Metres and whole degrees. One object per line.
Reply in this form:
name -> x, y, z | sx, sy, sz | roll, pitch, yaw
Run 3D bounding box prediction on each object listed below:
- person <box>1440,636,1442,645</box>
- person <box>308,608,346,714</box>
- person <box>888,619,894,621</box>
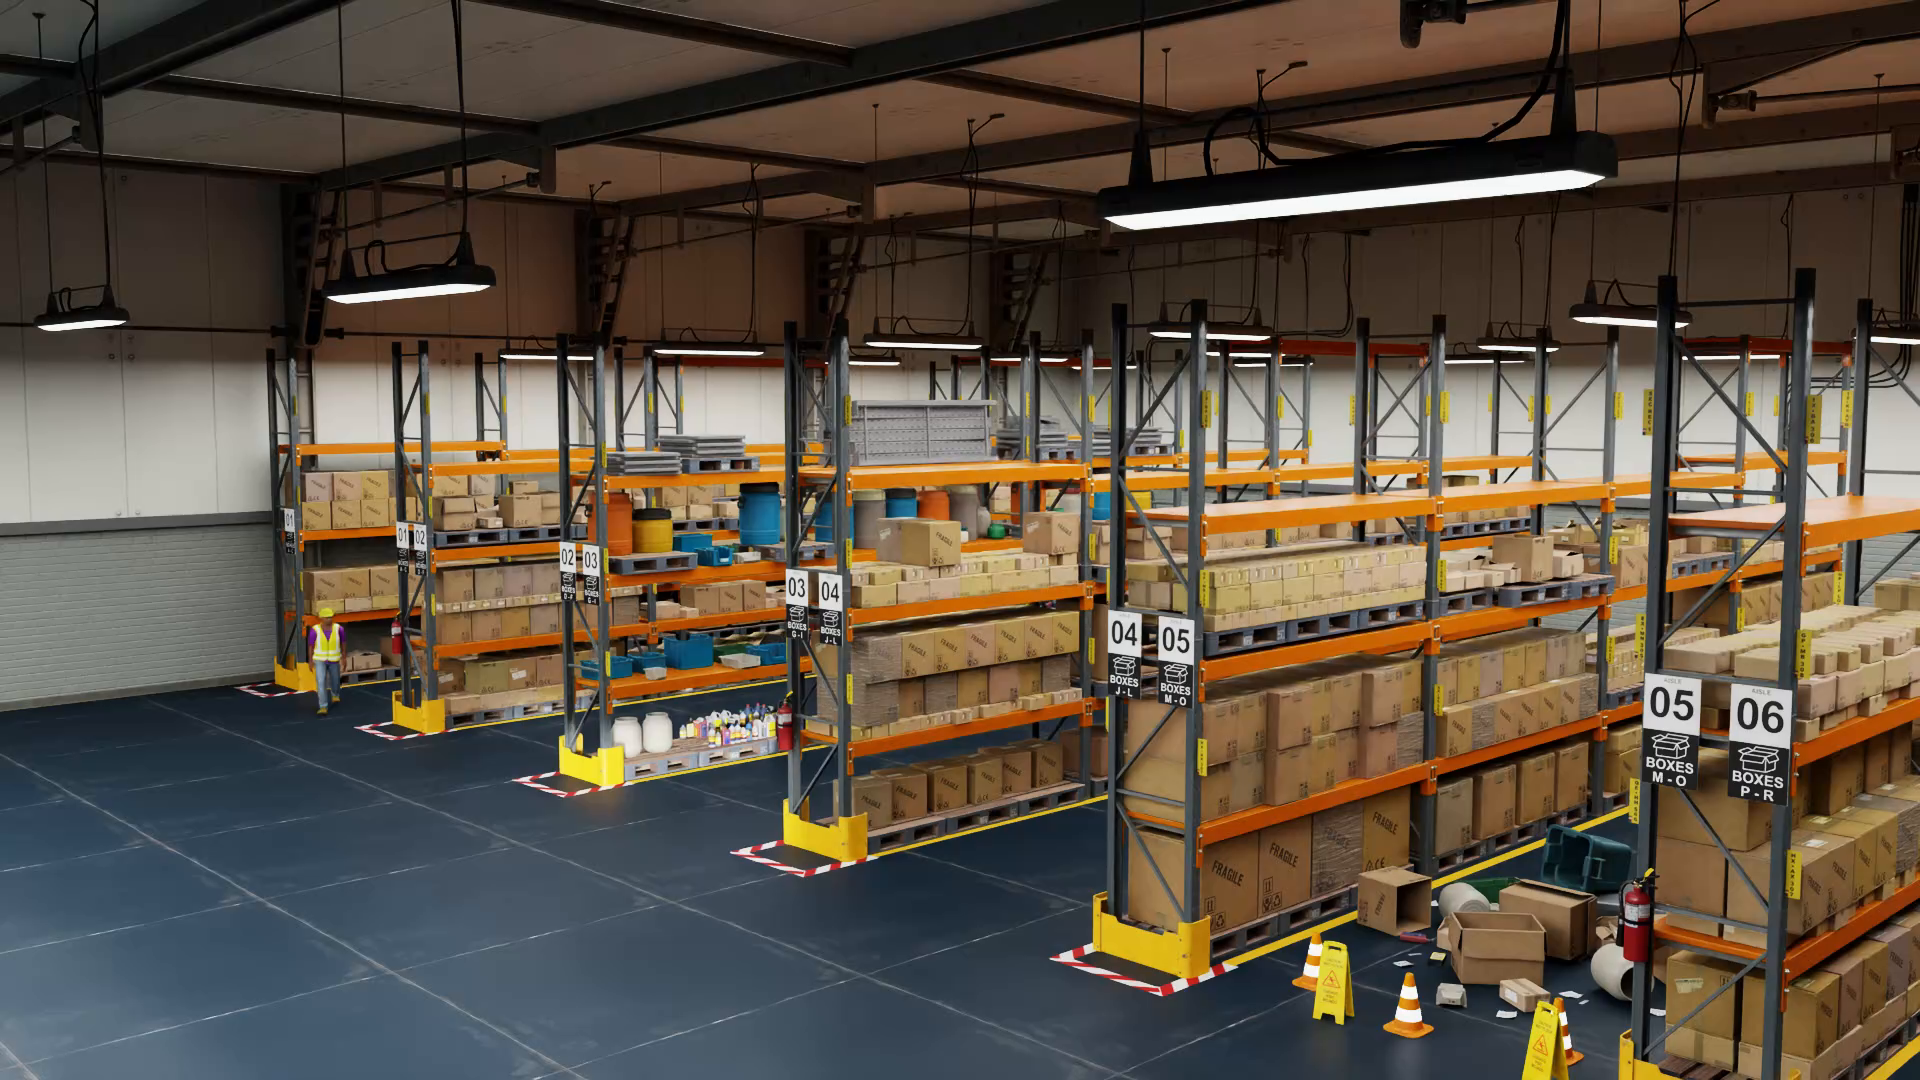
person -> 7.069, 2.194, 24.829 | 0.436, 1.610, 1.058 | 5, 7, 43
person -> -10.367, 1.954, 27.252 | 0.581, 1.719, 1.081 | -2, 5, -19
person -> -1.341, 1.640, 30.143 | 0.440, 1.405, 0.443 | -2, 5, -24
